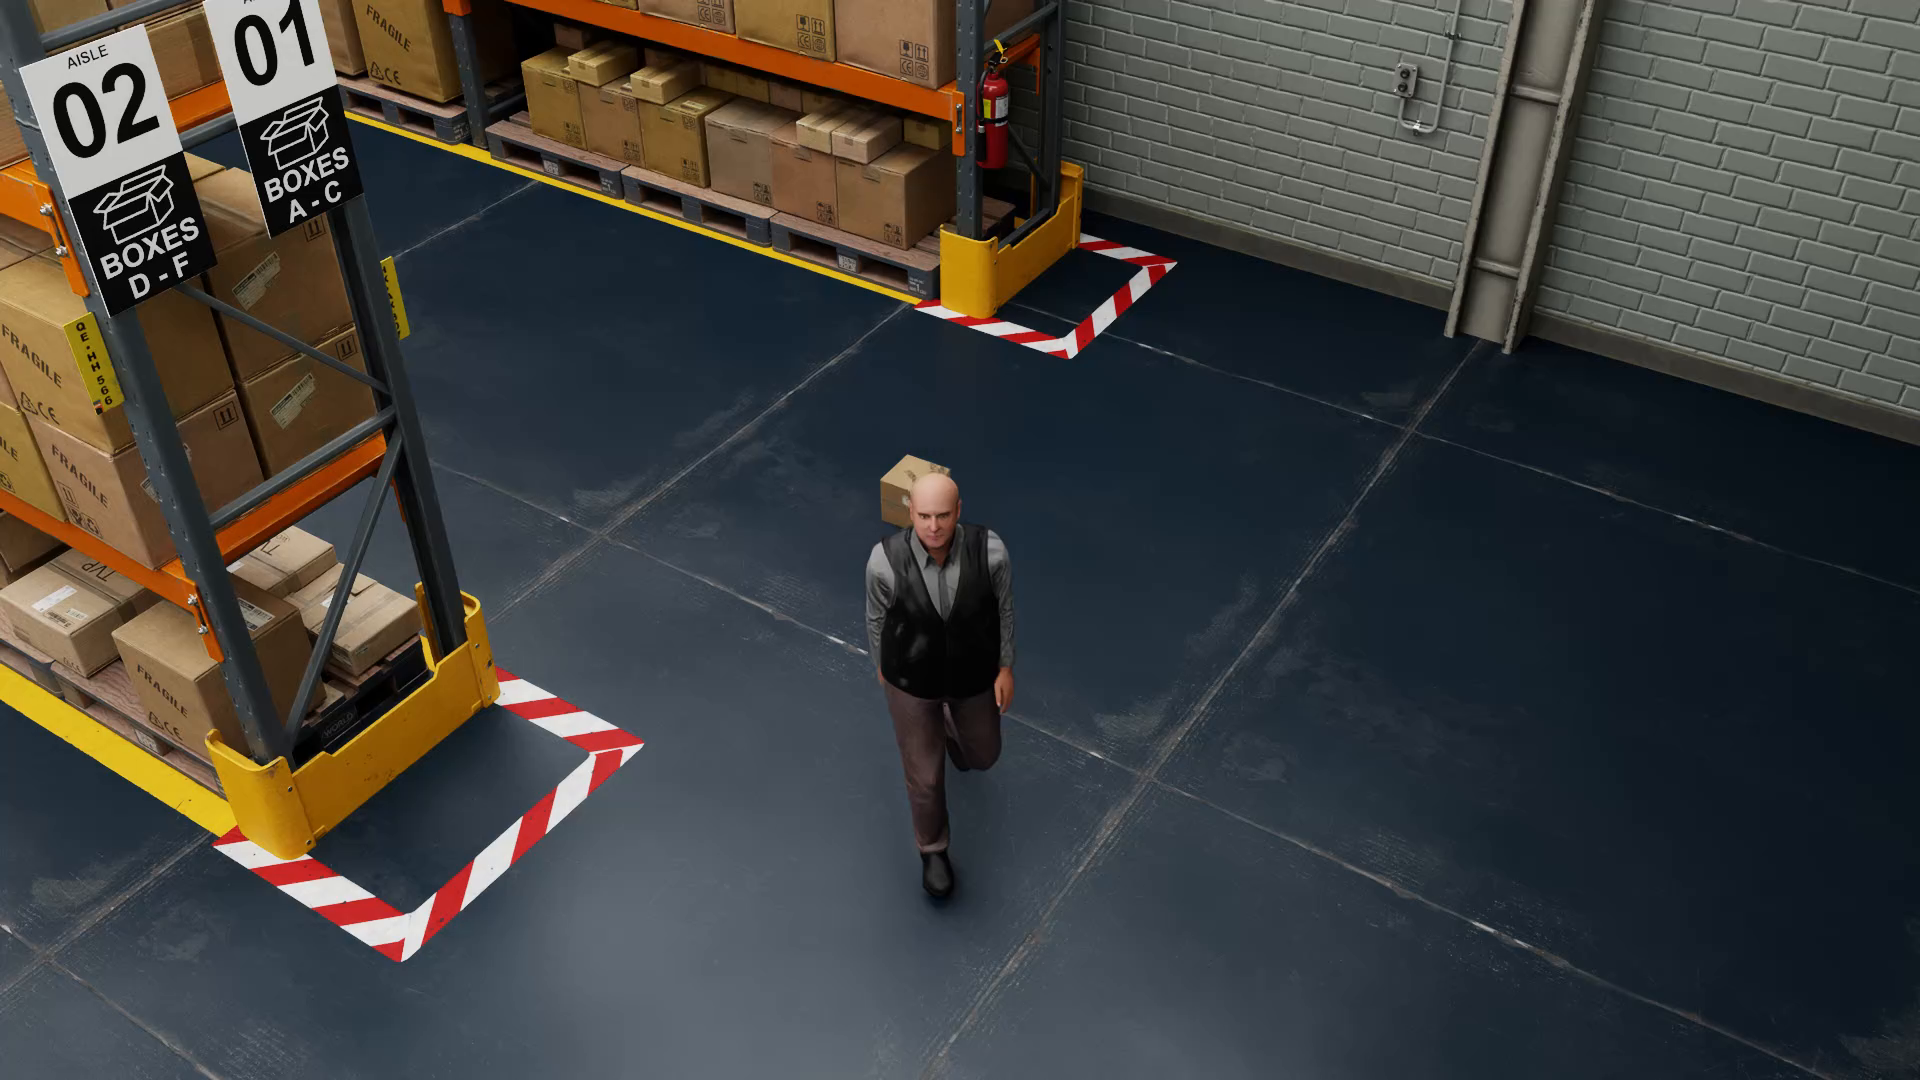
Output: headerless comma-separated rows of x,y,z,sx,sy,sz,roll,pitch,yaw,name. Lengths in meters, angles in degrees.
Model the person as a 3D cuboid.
-0.070,0.461,6.092,0.530,1.695,0.802,-6,39,-8,person
